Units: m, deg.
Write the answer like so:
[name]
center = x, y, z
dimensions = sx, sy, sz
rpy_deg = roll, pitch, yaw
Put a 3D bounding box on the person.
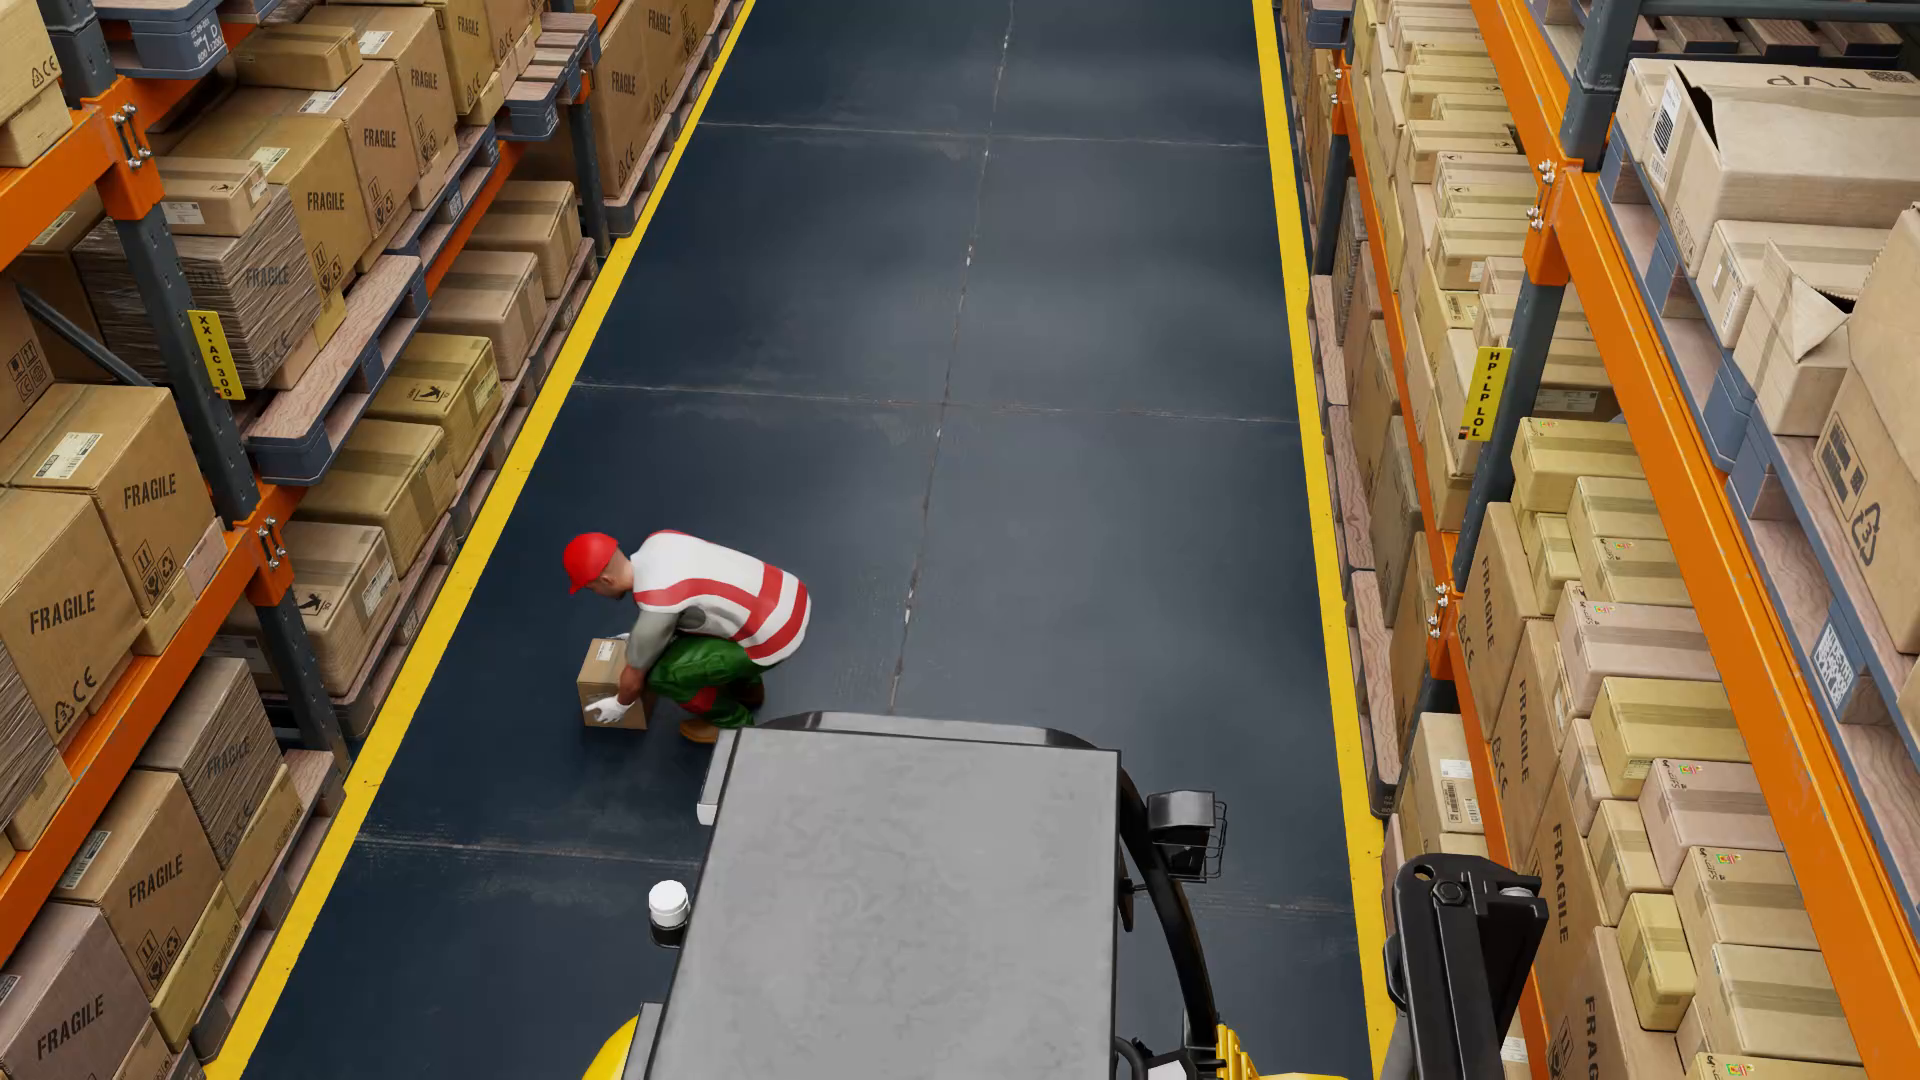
[person]
center = -1.018, 0.352, 6.371
dimensions = 0.882, 0.954, 0.565
rpy_deg = 3, 40, 4
